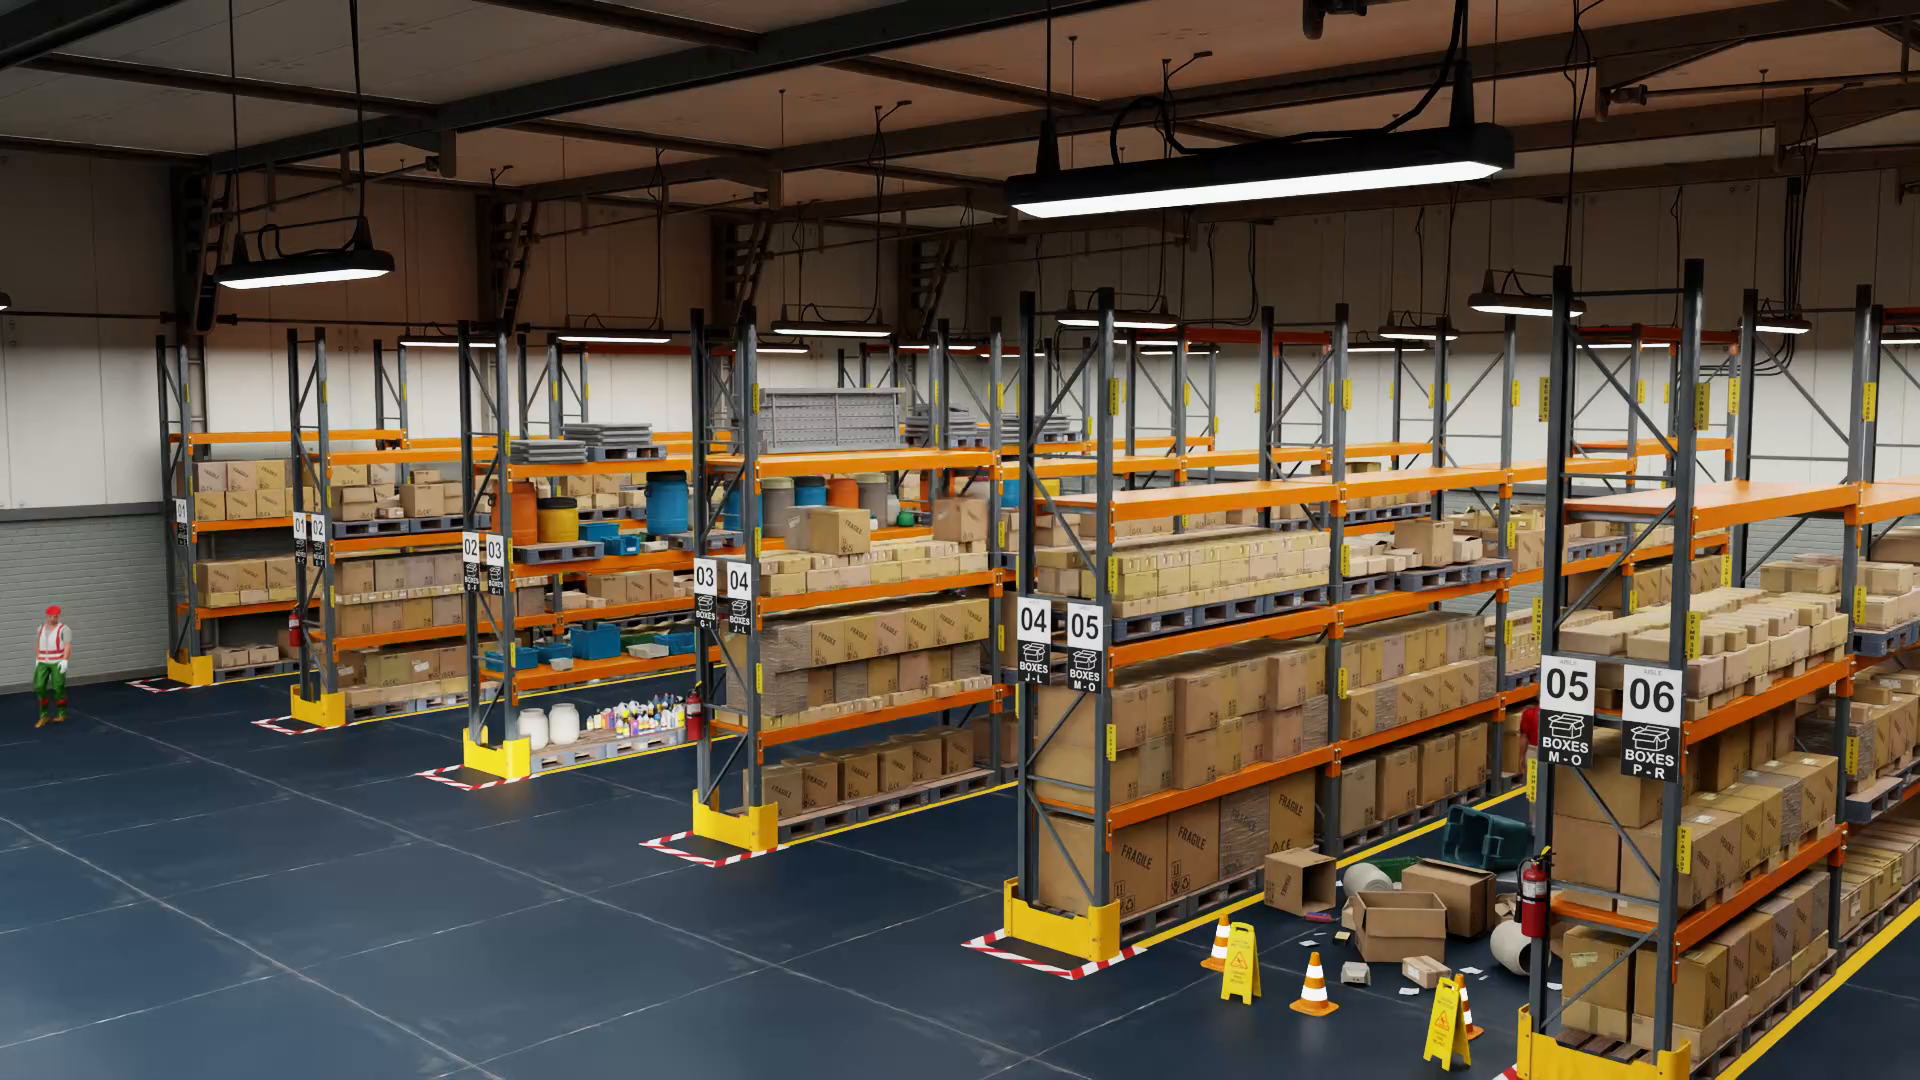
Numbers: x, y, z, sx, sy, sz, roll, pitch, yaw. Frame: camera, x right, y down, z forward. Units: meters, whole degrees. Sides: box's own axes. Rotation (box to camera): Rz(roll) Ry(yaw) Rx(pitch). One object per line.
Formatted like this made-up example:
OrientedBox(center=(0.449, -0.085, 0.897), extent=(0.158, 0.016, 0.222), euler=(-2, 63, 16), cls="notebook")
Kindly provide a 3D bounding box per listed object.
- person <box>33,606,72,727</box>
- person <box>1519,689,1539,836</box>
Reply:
OrientedBox(center=(-13.815, 1.928, 25.257), extent=(0.574, 1.844, 0.509), euler=(0, 5, -3), cls="person")
OrientedBox(center=(6.628, 2.535, 18.935), extent=(0.547, 1.723, 0.581), euler=(-4, 7, -40), cls="person")
